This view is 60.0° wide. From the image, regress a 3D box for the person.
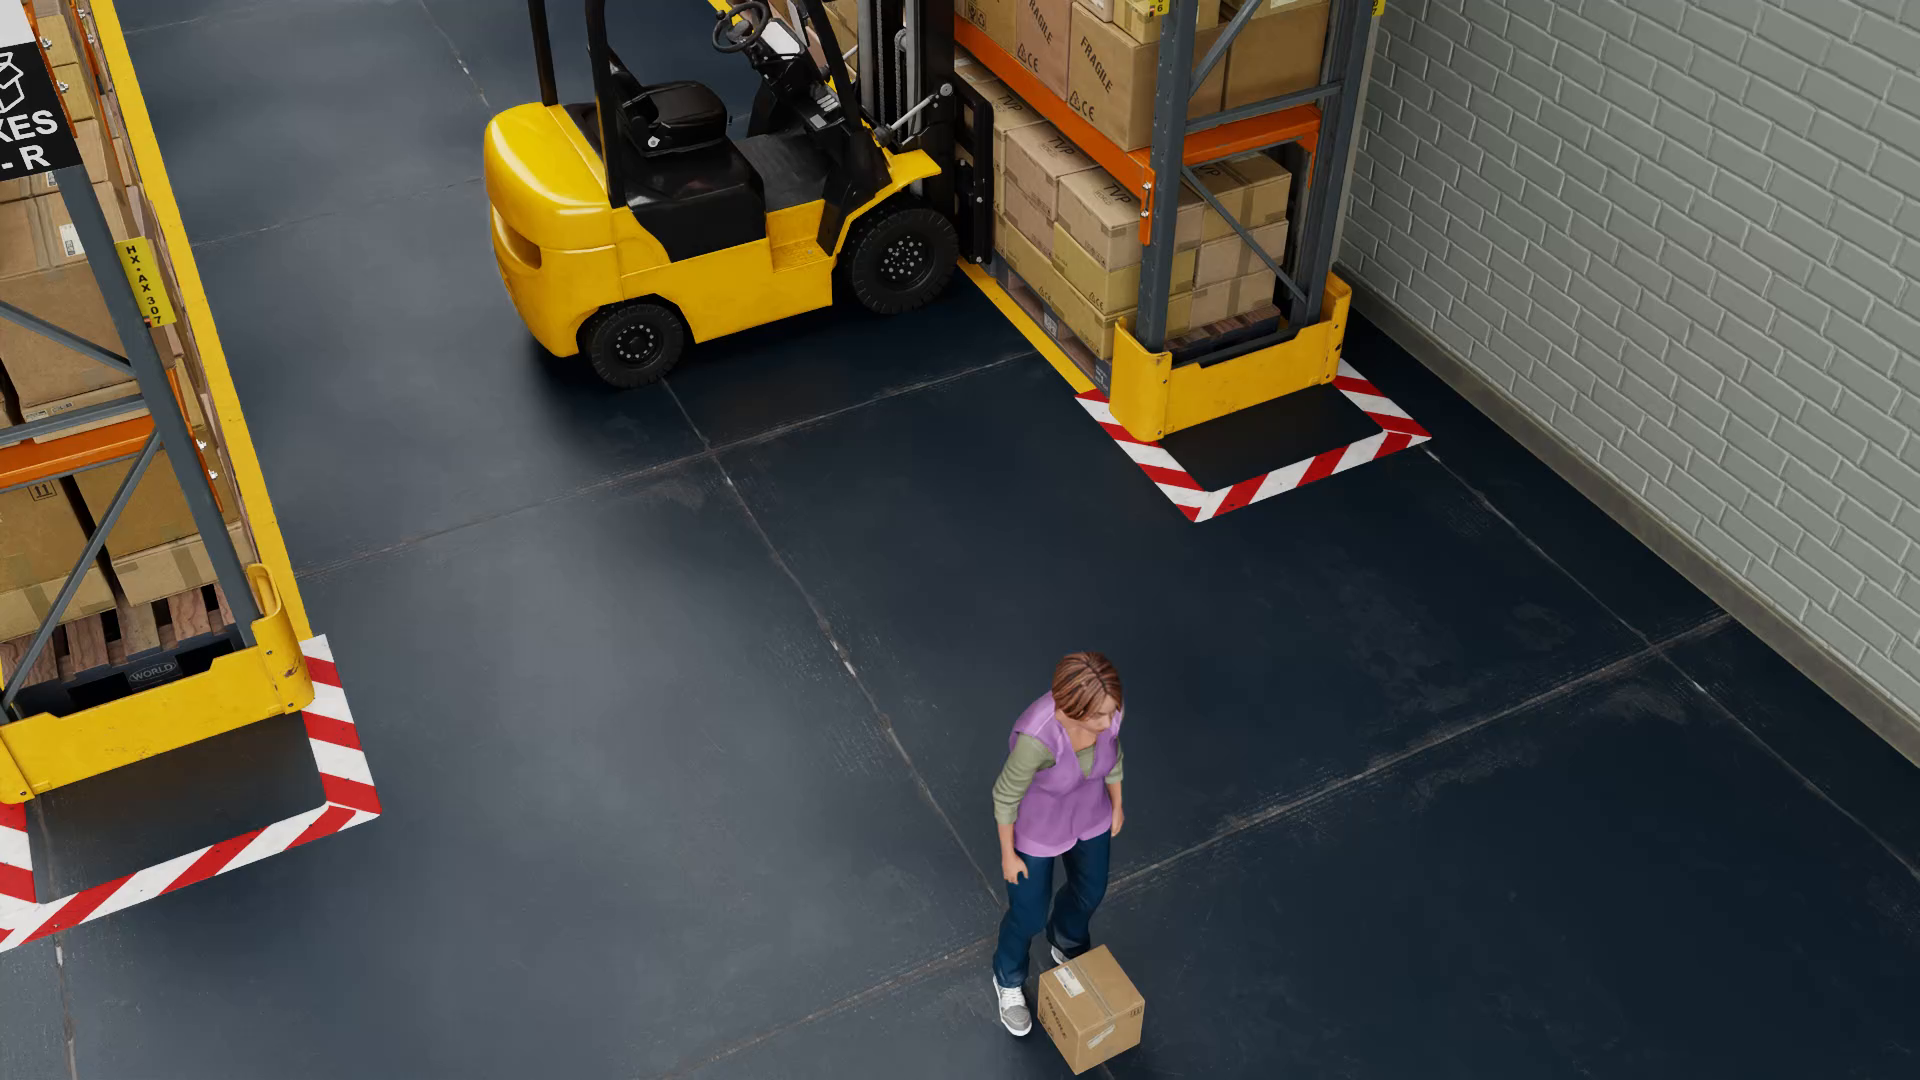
[{"bbox_3d":[0.306,0.904,5.159,0.467,1.591,0.350,-22,46,-22],"label":"person"}]
